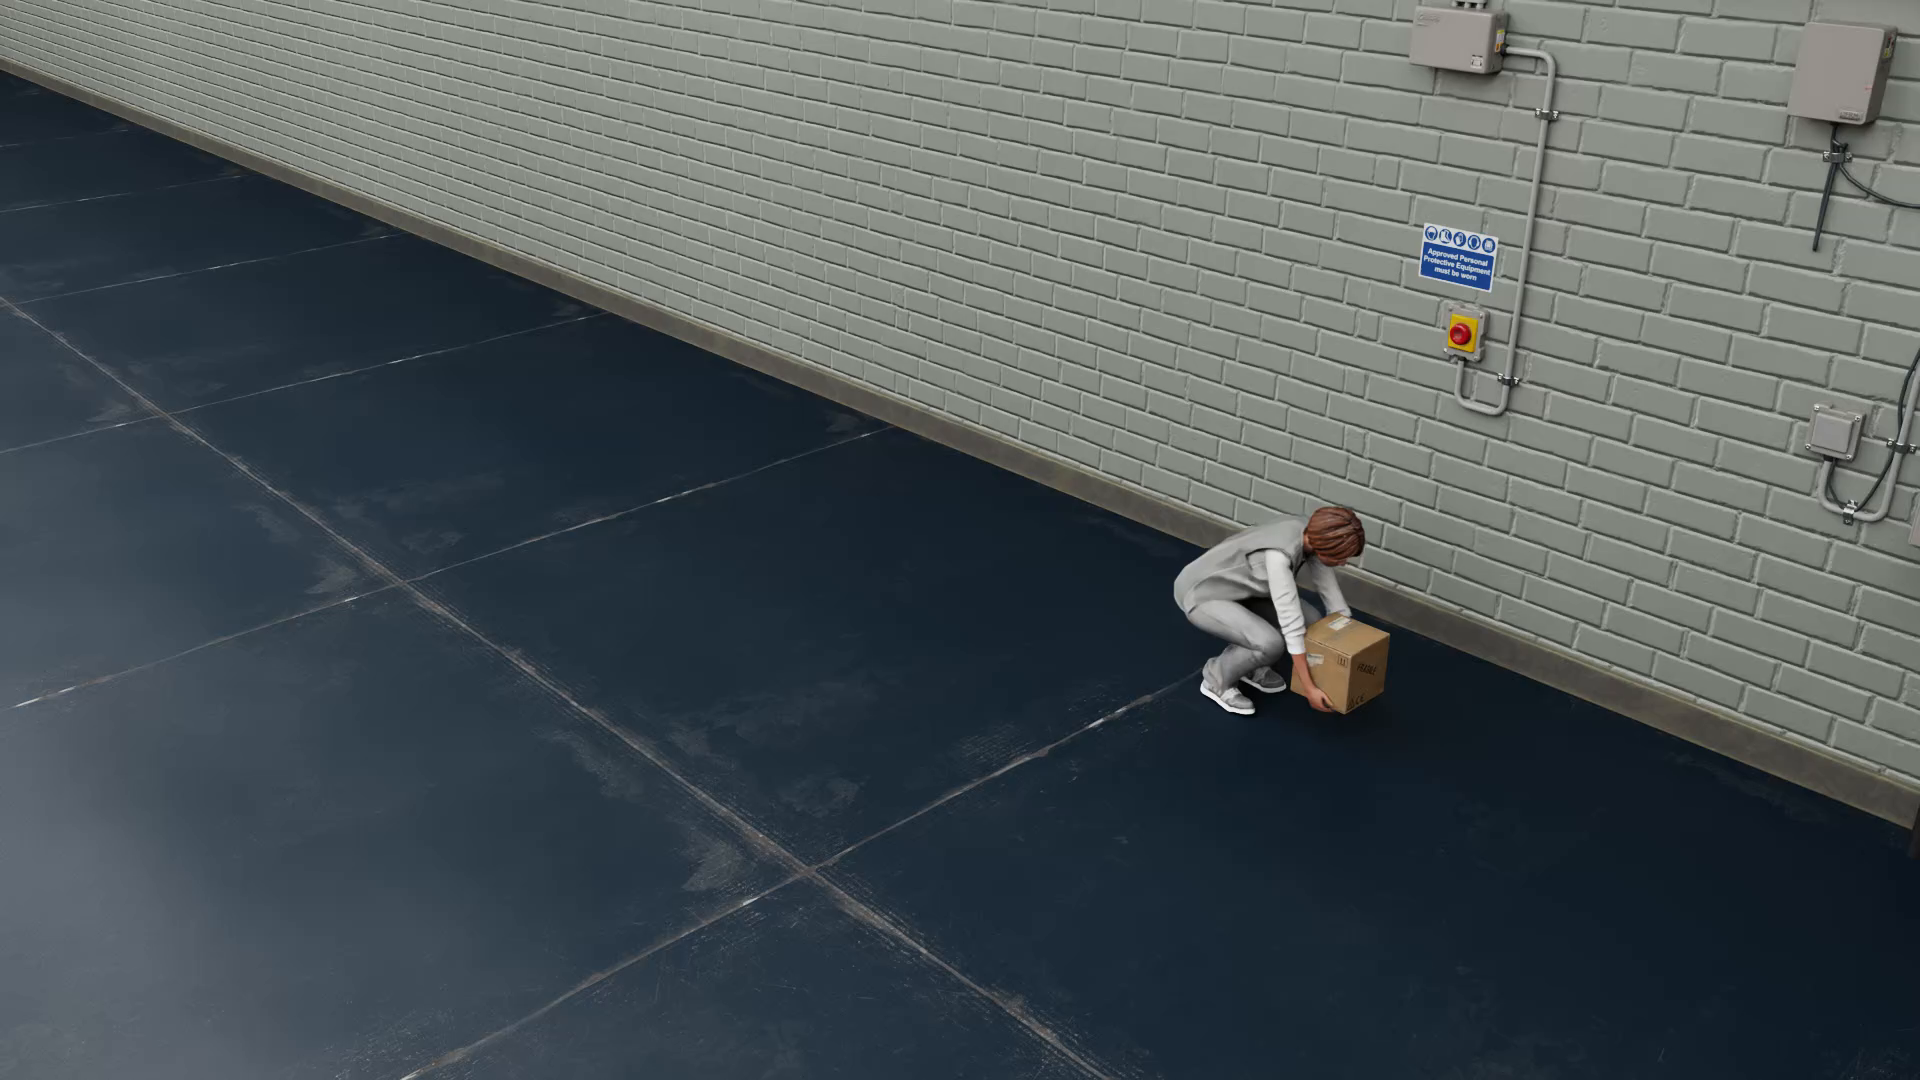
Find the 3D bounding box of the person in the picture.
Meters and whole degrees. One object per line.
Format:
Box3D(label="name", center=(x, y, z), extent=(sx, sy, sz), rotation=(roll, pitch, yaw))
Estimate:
Box3D(label="person", center=(1.210, 0.250, 6.427), extent=(0.423, 0.894, 0.822), rotation=(-22, 33, -39))
